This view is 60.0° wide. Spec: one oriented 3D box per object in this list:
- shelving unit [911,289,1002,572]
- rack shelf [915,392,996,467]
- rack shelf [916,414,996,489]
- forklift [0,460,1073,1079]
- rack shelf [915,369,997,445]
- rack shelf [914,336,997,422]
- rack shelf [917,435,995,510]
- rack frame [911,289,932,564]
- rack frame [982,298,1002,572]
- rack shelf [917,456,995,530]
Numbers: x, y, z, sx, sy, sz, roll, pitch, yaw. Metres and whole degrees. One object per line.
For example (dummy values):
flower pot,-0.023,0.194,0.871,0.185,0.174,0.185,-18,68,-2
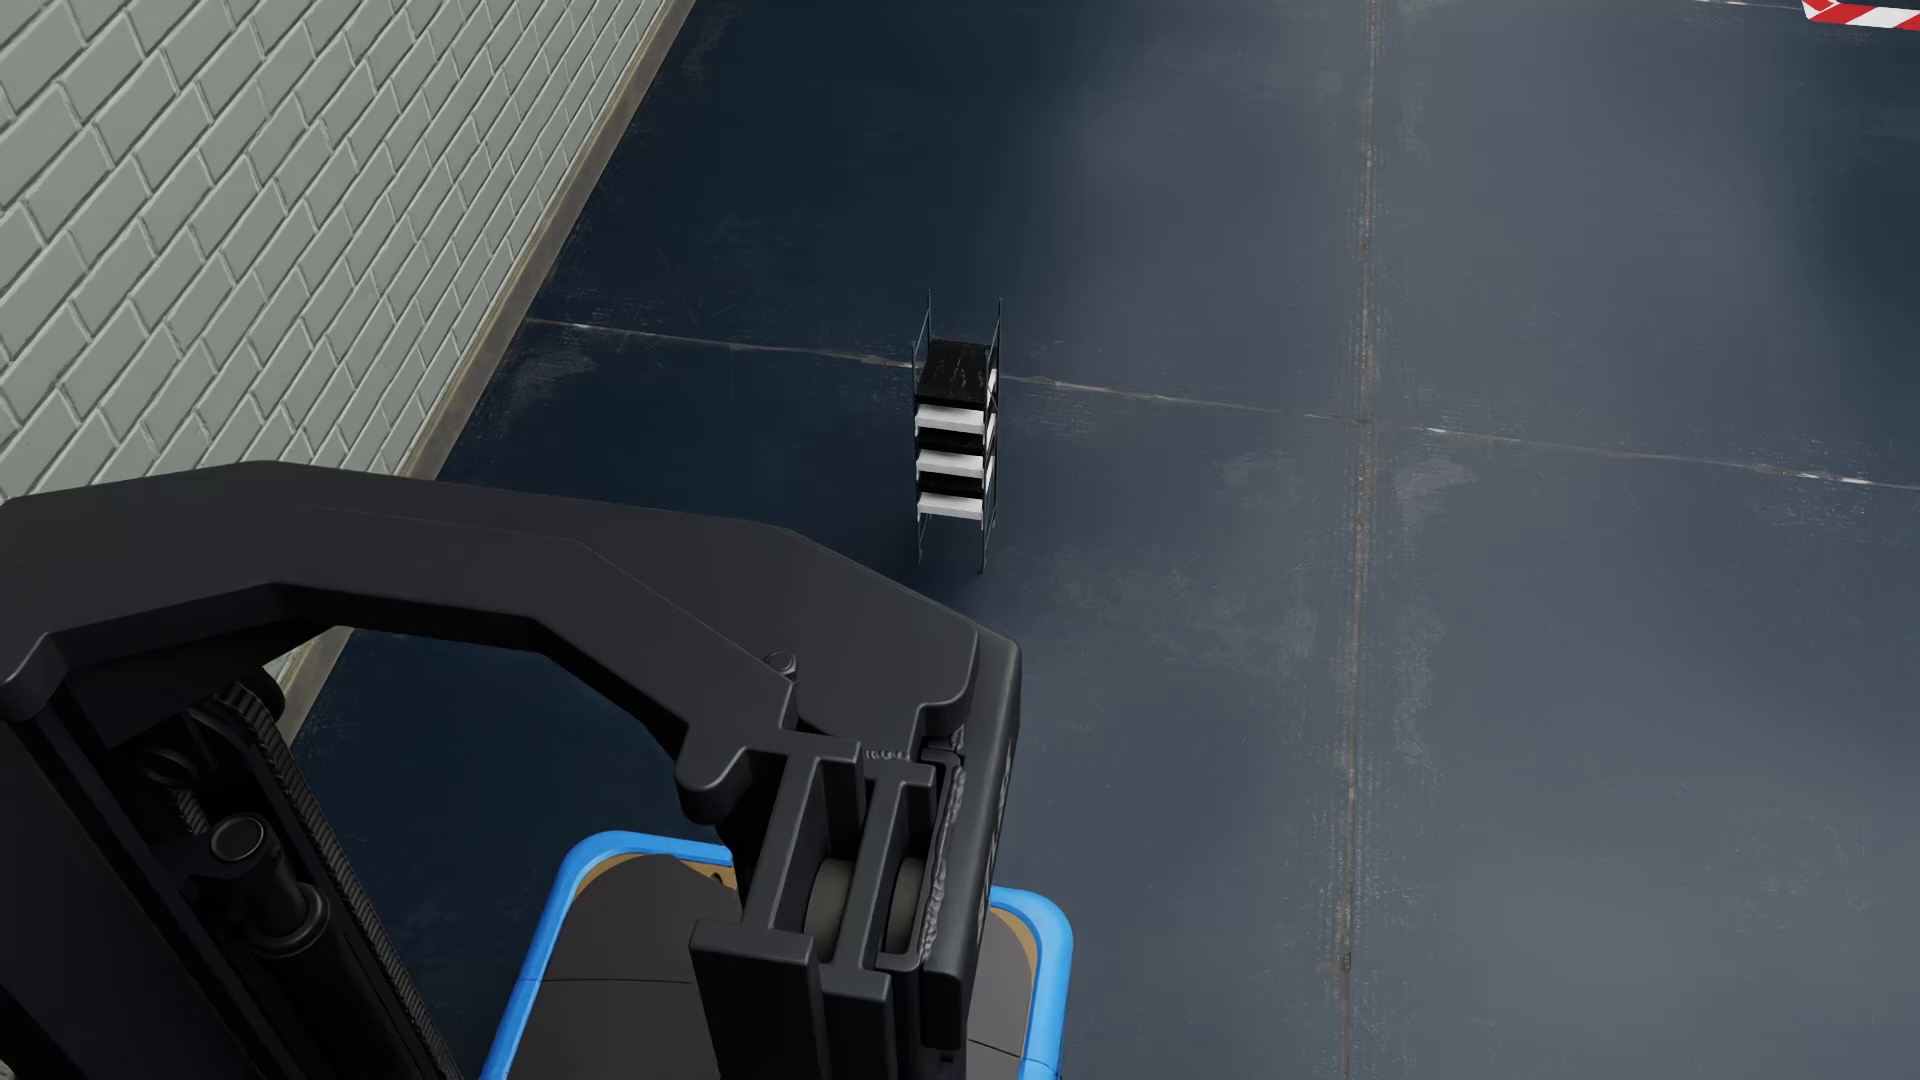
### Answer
shelving unit,-0.008,-0.302,4.916,0.210,0.900,0.258,8,49,7
rack shelf,-0.008,-0.340,4.874,0.200,0.077,0.258,8,49,7
rack shelf,-0.008,-0.280,4.941,0.200,0.077,0.258,8,49,7
forklift,-0.523,1.448,1.978,1.130,2.935,3.031,7,48,6
rack shelf,-0.008,-0.400,4.807,0.200,0.077,0.258,8,49,7
rack shelf,-0.008,-0.460,4.740,0.200,0.077,0.258,8,49,7
rack shelf,-0.008,-0.219,5.008,0.200,0.077,0.258,8,49,7
rack frame,-0.108,-0.315,4.928,0.006,0.900,0.240,8,49,7
rack frame,0.092,-0.288,4.904,0.006,0.900,0.240,8,49,7
rack shelf,-0.008,-0.159,5.075,0.200,0.077,0.258,8,49,7
